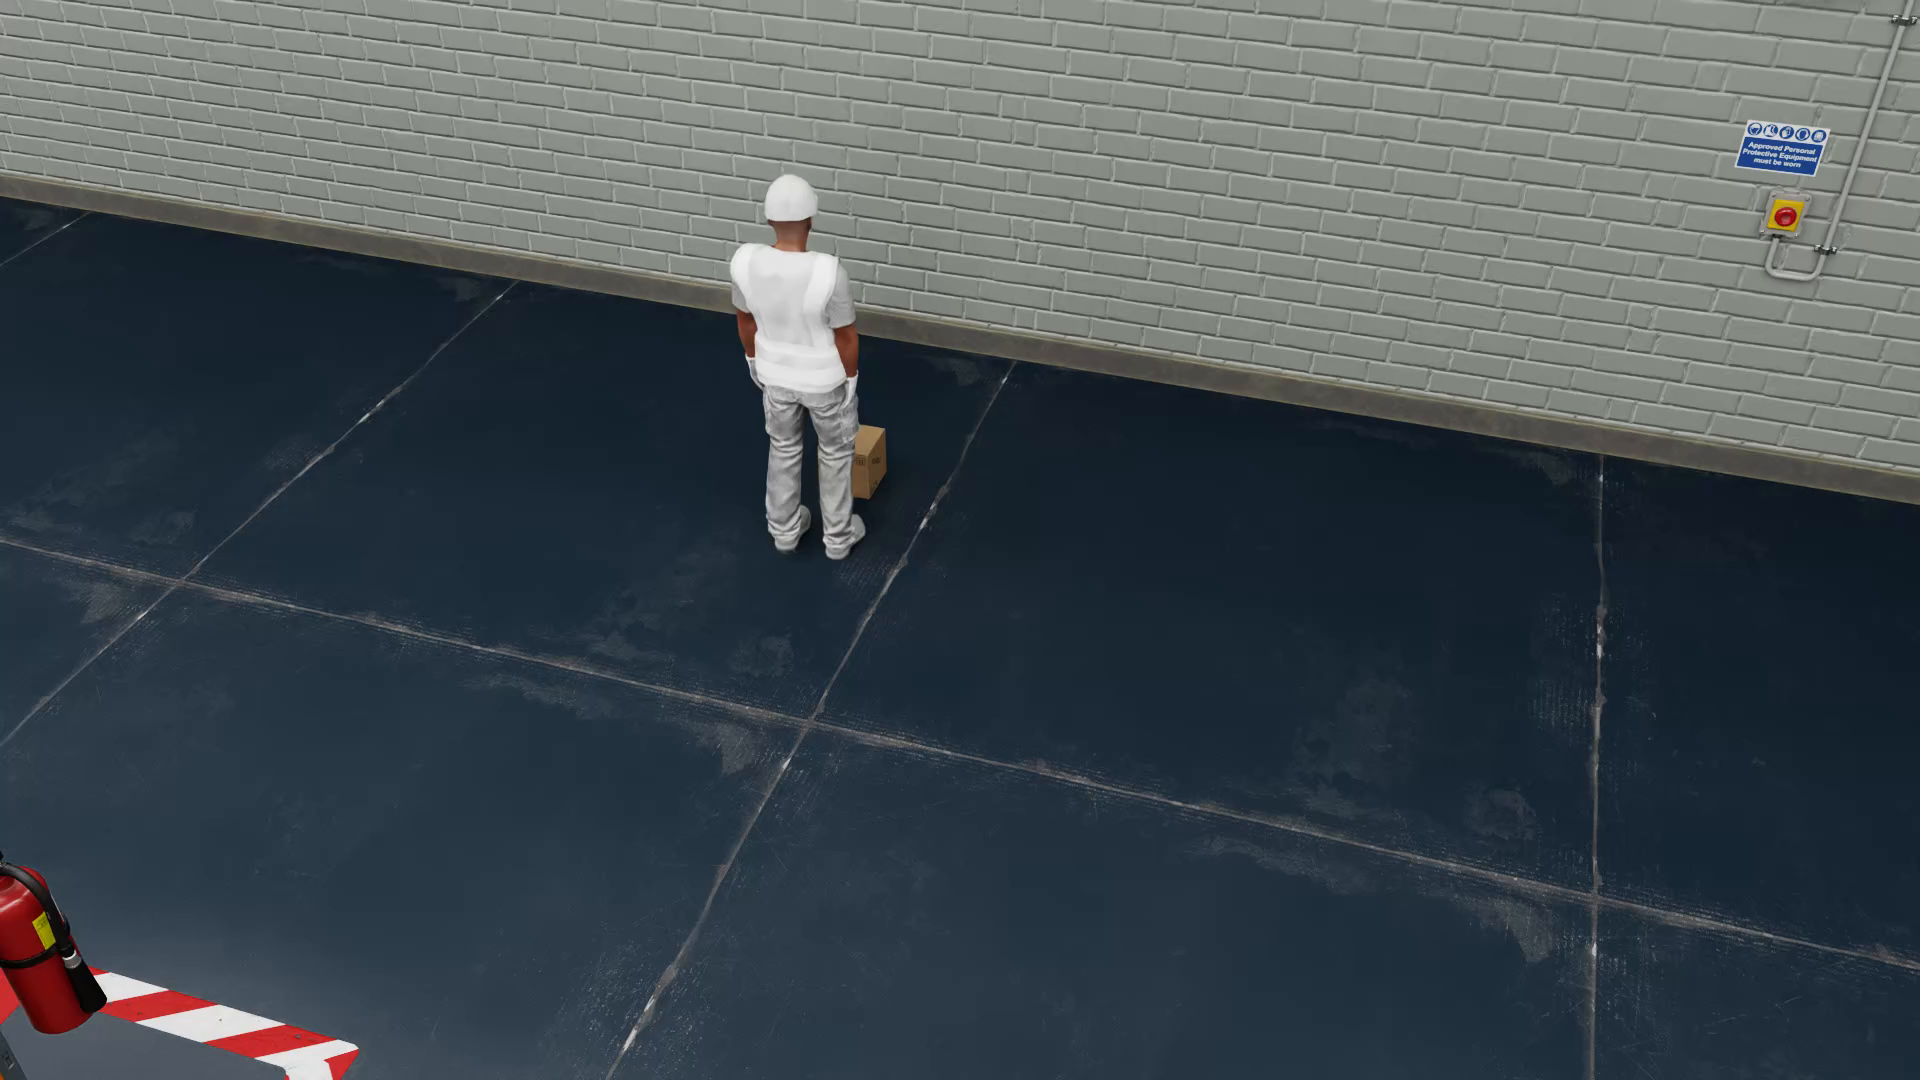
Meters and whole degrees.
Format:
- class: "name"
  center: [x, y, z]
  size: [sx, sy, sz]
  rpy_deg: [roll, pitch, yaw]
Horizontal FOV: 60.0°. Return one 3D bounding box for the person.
- class: "person"
  center: [-0.674, -0.717, 7.098]
  size: [0.548, 1.777, 0.362]
  rpy_deg: [11, 38, 15]
